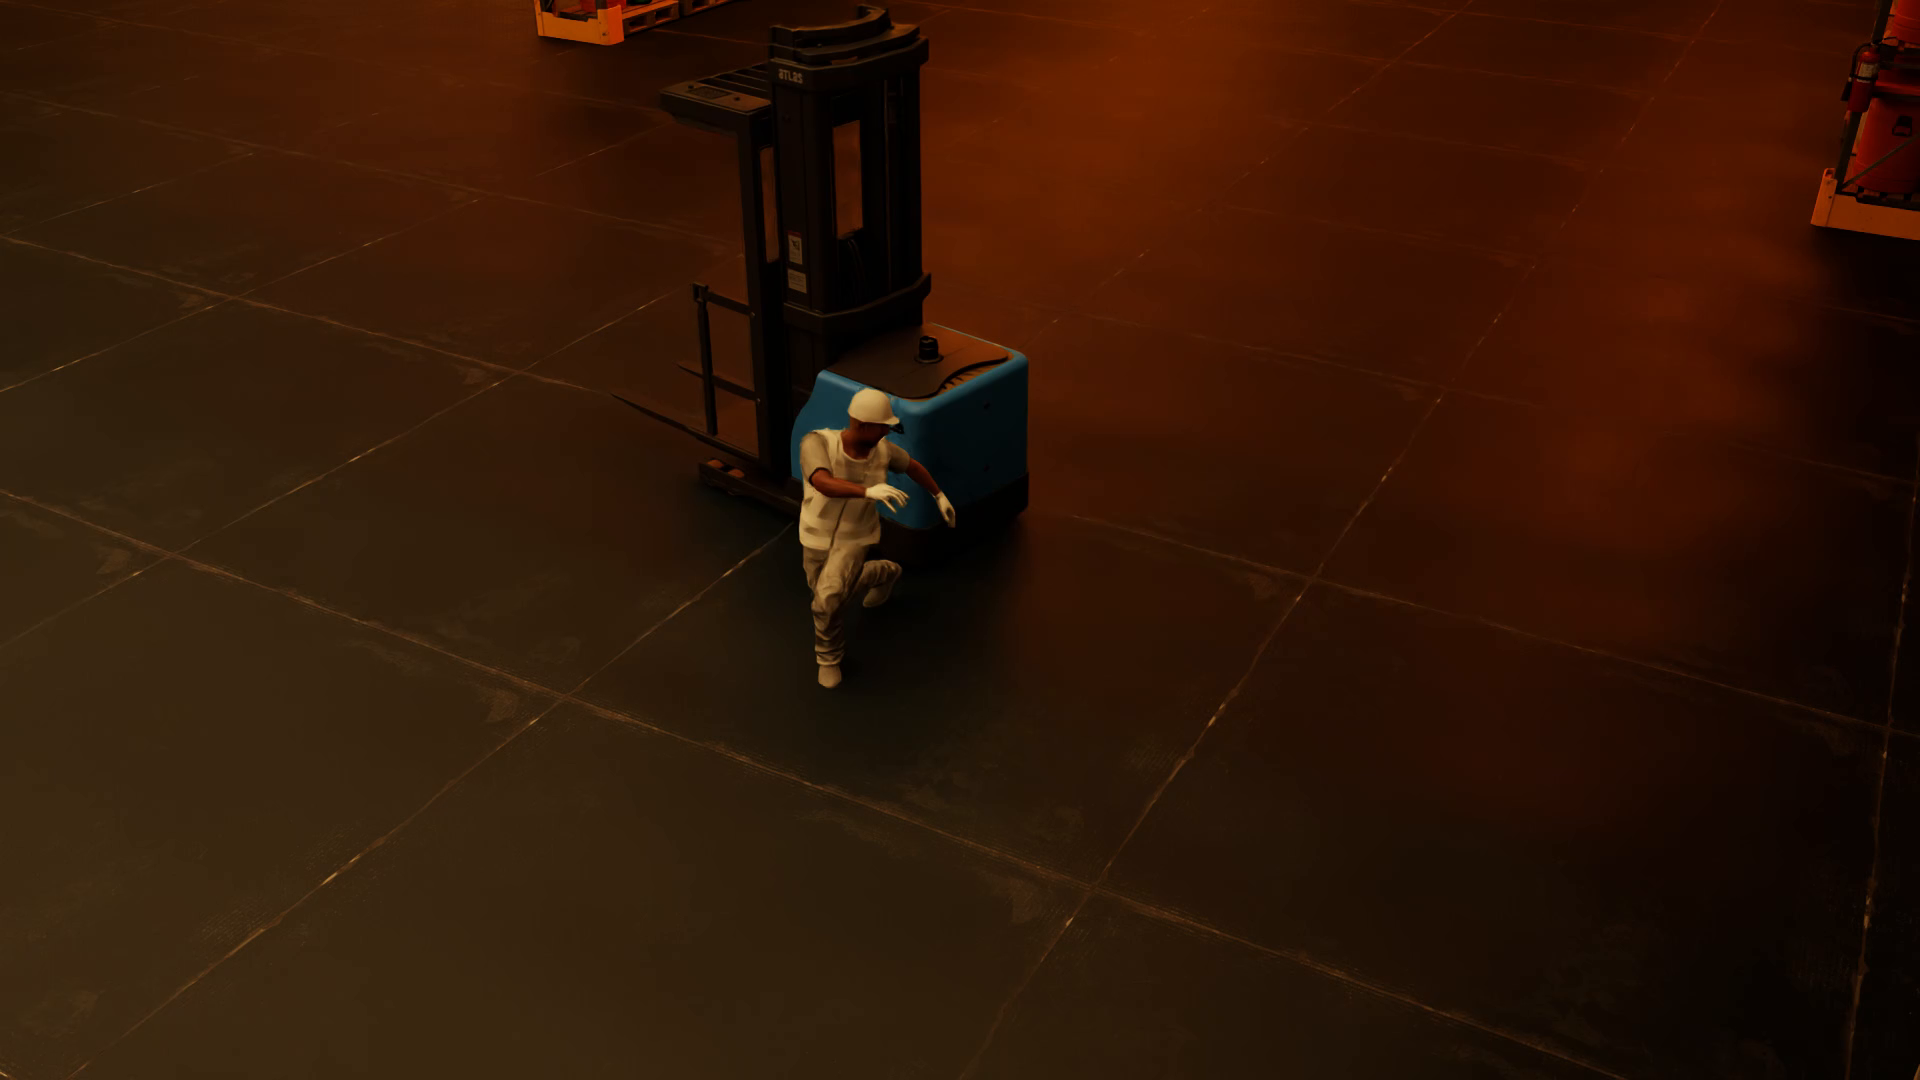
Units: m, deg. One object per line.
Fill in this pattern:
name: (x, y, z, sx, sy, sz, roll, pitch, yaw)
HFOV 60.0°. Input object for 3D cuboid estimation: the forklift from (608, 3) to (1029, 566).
forklift: (-1.029, -1.726, 10.060, 3.031, 2.935, 1.130, 23, 37, 34)

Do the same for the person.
person: (-0.459, -0.072, 8.673, 0.761, 1.544, 0.961, 6, 30, 10)
